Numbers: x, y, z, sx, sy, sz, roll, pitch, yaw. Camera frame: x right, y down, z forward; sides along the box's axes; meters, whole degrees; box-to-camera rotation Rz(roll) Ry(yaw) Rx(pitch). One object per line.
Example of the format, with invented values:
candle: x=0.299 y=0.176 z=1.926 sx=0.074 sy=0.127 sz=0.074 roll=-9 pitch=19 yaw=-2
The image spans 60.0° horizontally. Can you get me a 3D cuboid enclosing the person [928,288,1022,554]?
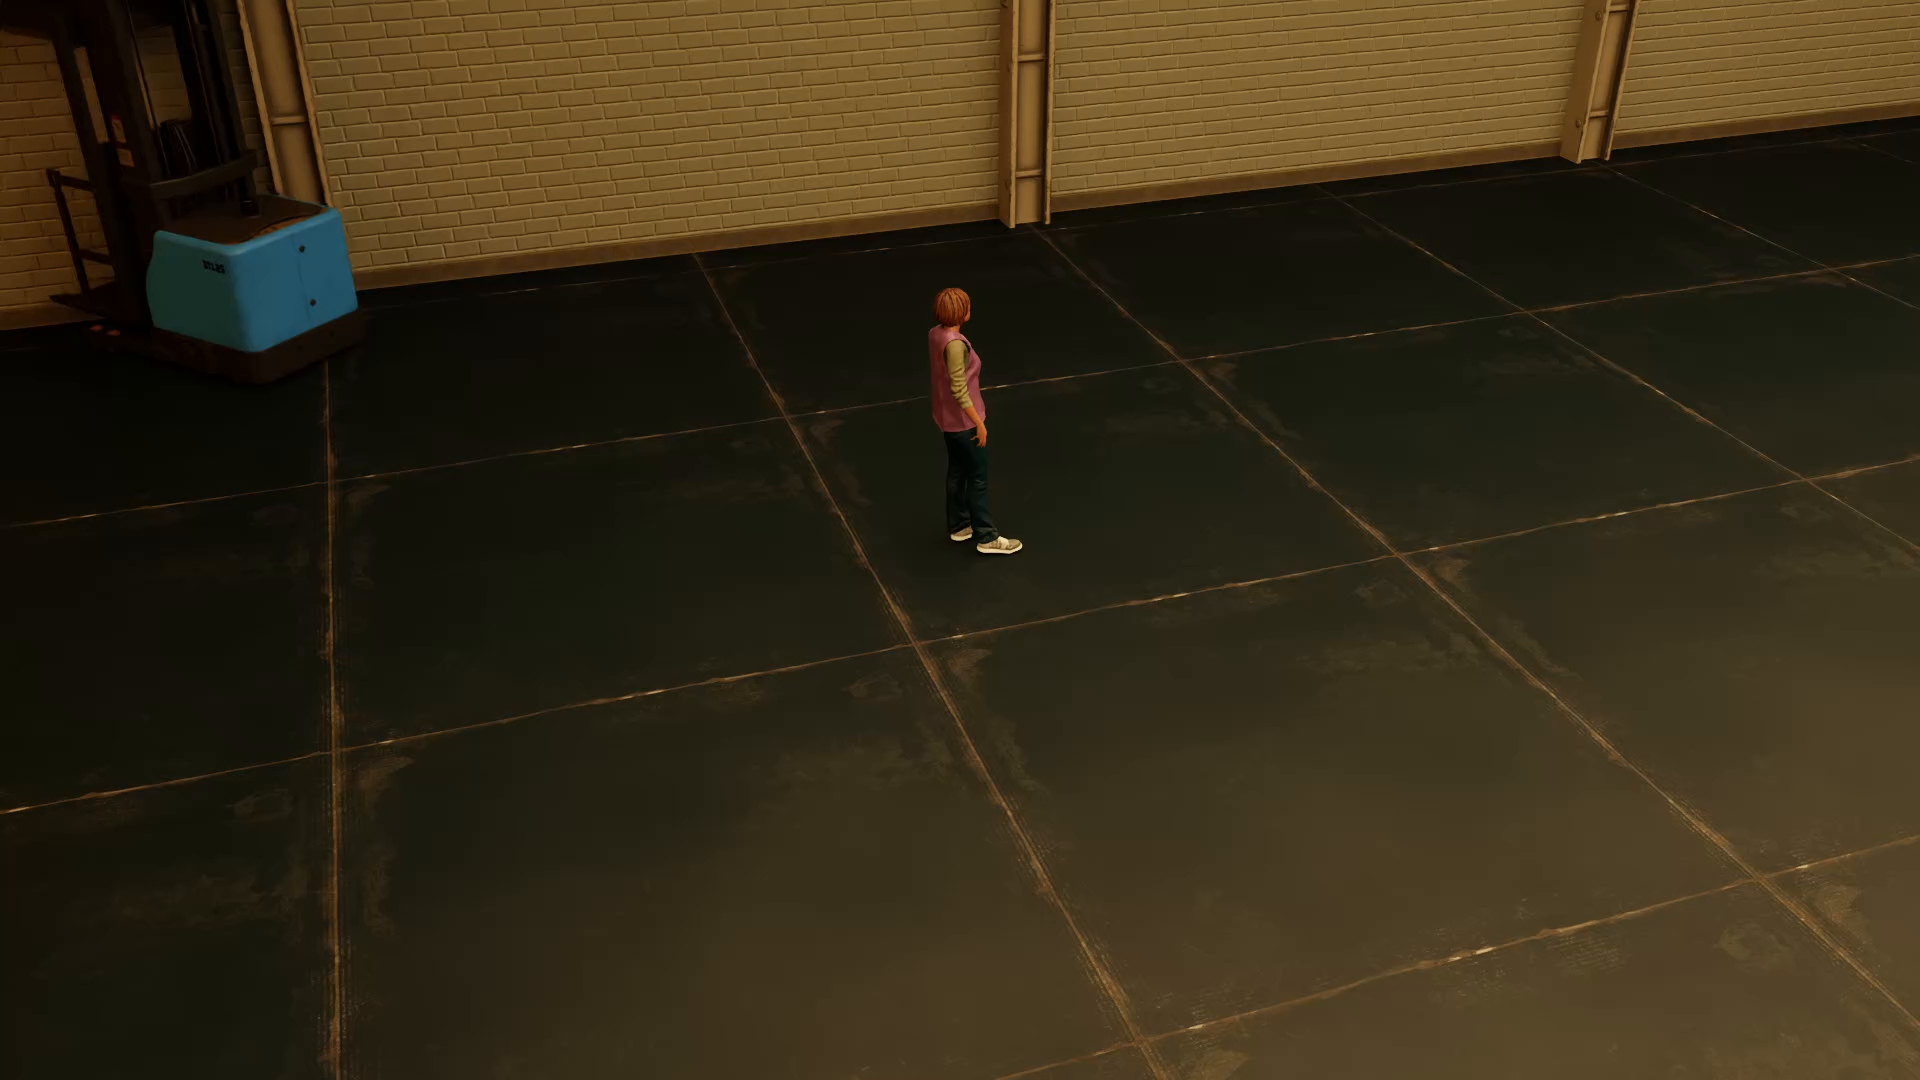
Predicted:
person: x=0.074 y=-0.704 z=9.633 sx=0.476 sy=1.597 sz=0.520 roll=-10 pitch=31 yaw=-16

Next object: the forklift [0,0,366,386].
forklift: x=-6.019 y=-2.887 z=12.105 sx=3.031 sy=2.935 sz=1.130 roll=15 pitch=33 yaw=25
